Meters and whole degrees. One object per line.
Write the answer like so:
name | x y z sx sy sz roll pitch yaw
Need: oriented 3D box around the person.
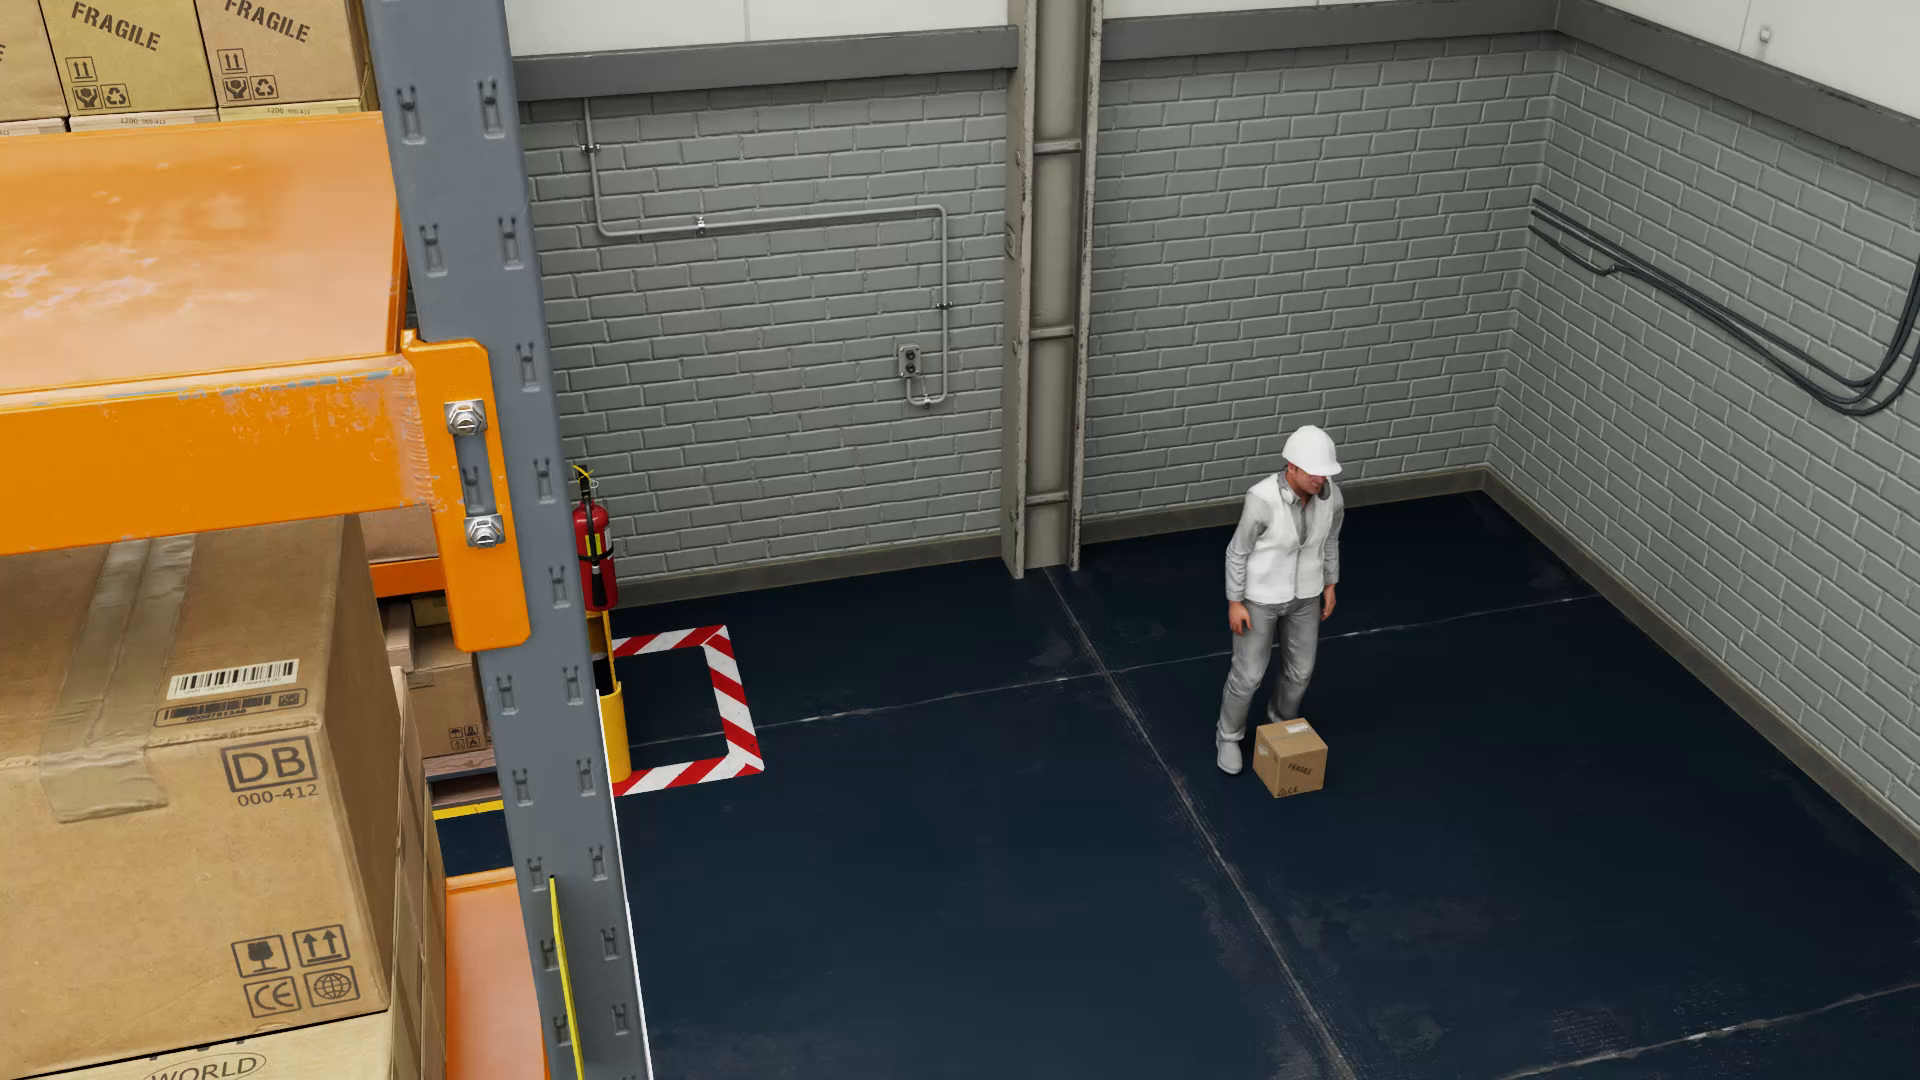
person | 1.503 0.254 7.775 0.589 1.770 0.465 -10 31 -16
